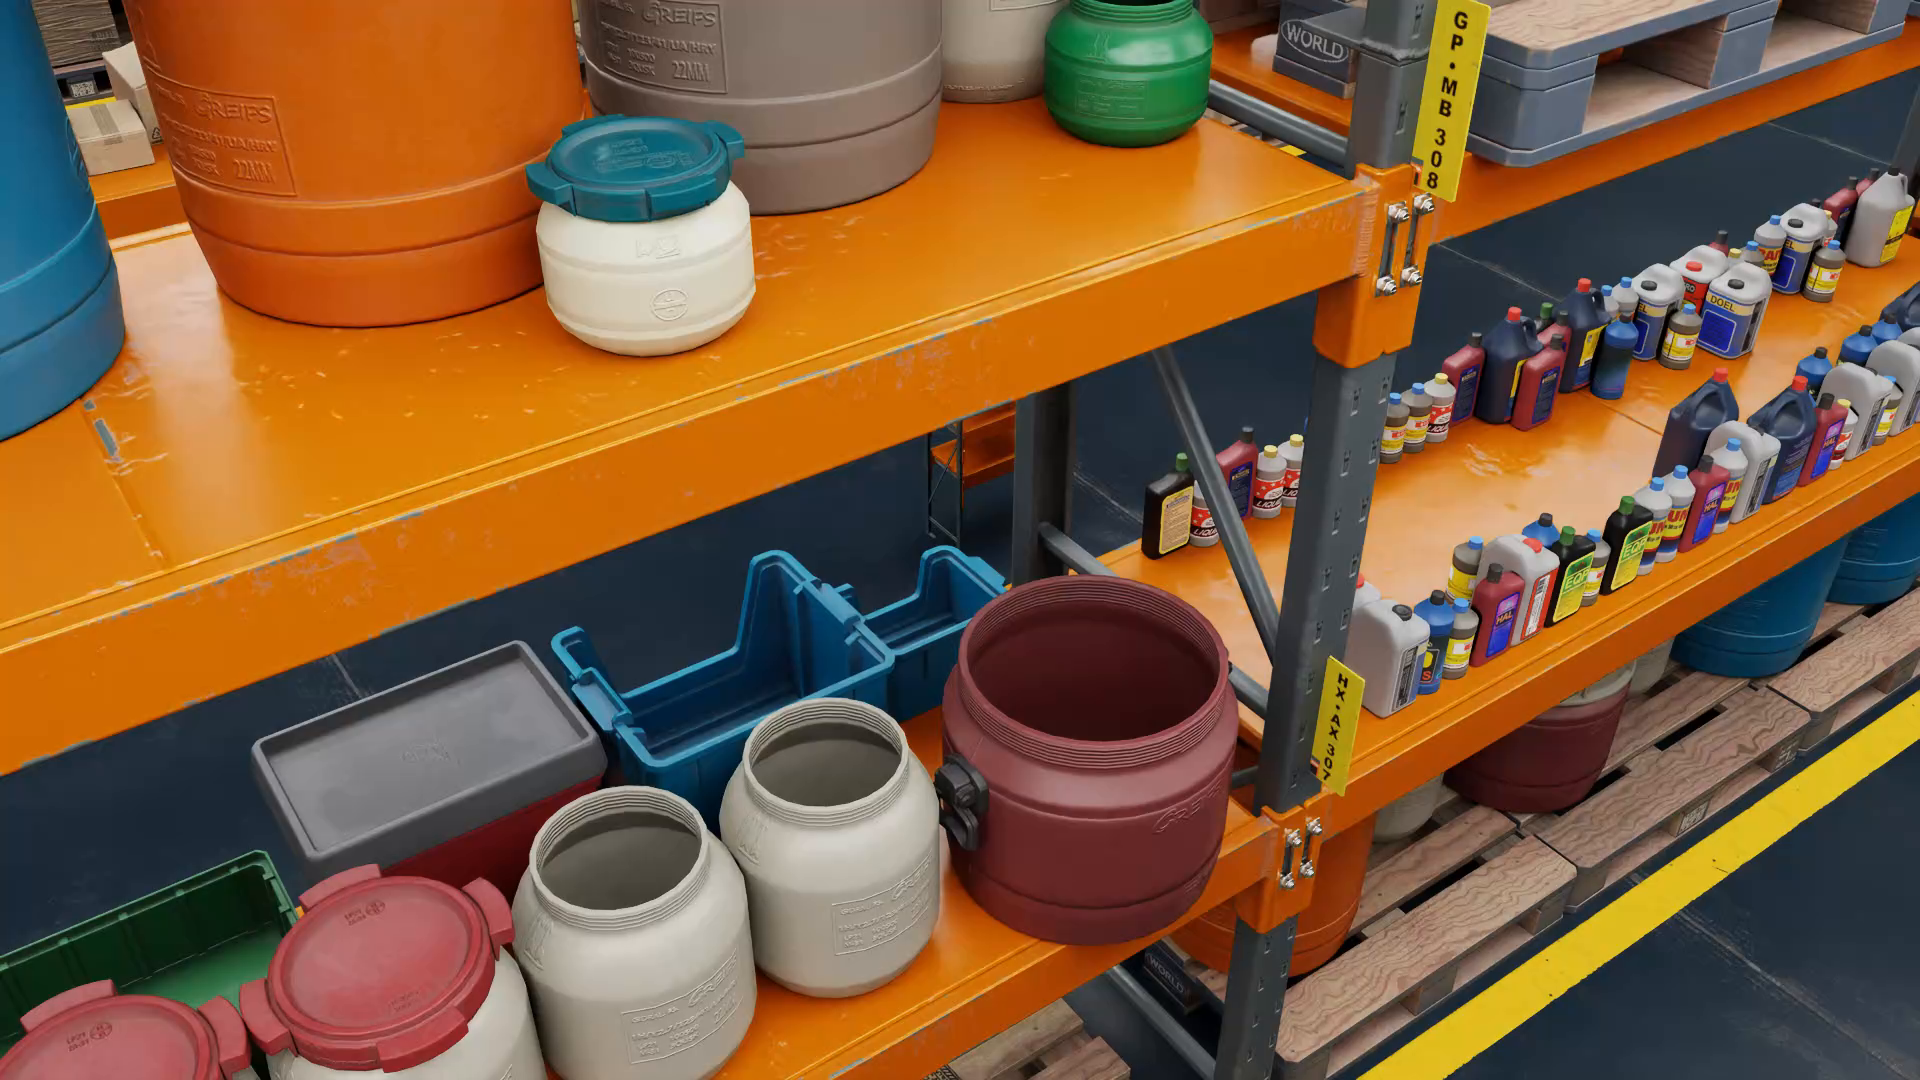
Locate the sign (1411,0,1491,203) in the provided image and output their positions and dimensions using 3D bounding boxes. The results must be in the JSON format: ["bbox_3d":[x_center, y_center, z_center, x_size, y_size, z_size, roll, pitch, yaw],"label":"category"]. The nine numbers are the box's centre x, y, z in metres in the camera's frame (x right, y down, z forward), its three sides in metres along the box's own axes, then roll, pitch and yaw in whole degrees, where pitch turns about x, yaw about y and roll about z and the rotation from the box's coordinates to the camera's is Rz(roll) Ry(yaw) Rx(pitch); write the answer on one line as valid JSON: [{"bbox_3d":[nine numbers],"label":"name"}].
[{"bbox_3d":[0.790,-0.715,2.696,0.005,0.325,0.100,-22,41,-28],"label":"sign"}]

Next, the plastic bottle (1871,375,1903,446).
[{"bbox_3d":[2.702,-0.388,4.891,0.097,0.201,0.097,0,36,0],"label":"plastic bottle"}]

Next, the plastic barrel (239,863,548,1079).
[{"bbox_3d":[-0.940,0.881,2.840,0.433,0.535,0.433,0,36,0],"label":"plastic barrel"}]

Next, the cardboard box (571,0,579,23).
[{"bbox_3d":[-1.933,-2.642,7.409,0.700,0.500,0.500,23,41,28],"label":"cardboard box"}]

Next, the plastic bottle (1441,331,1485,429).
[{"bbox_3d":[1.487,-0.477,4.944,0.133,0.283,0.061,-22,41,-28],"label":"plastic bottle"}]

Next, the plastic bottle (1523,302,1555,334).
[{"bbox_3d":[1.747,-0.584,5.093,0.133,0.283,0.061,-22,41,-28],"label":"plastic bottle"}]

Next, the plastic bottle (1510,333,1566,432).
[{"bbox_3d":[1.721,-0.470,4.935,0.133,0.283,0.061,-22,41,-28],"label":"plastic bottle"}]

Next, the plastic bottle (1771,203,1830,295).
[{"bbox_3d":[2.840,-0.998,5.675,0.135,0.276,0.152,-22,41,-28],"label":"plastic bottle"}]

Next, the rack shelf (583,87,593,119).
[{"bbox_3d":[-0.748,-2.546,8.337,4.000,0.370,1.077,-22,41,-28],"label":"rack shelf"}]

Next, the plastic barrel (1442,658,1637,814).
[{"bbox_3d":[1.781,0.456,5.253,0.708,0.588,0.600,-22,41,-28],"label":"plastic barrel"}]

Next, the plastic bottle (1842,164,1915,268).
[{"bbox_3d":[3.230,-1.148,5.819,0.185,0.351,0.144,-22,41,-28],"label":"plastic bottle"}]

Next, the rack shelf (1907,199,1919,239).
[{"bbox_3d":[5.372,-1.526,6.919,4.000,0.370,1.077,-22,41,-28],"label":"rack shelf"}]

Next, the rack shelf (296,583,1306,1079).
[{"bbox_3d":[-1.167,1.165,3.178,4.000,0.370,1.077,-22,41,-28],"label":"rack shelf"}]

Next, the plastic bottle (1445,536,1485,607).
[{"bbox_3d":[1.299,0.081,4.239,0.097,0.201,0.097,0,36,0],"label":"plastic bottle"}]

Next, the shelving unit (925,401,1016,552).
[{"bbox_3d":[0.135,-0.543,6.477,0.503,1.200,0.258,-22,41,-28],"label":"shelving unit"}]

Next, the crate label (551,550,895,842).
[{"bbox_3d":[-0.500,0.391,3.607,0.616,0.435,0.502,-22,41,-28],"label":"crate label"}]

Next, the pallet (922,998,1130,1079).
[{"bbox_3d":[-0.188,1.574,4.380,1.213,0.211,1.003,-22,41,-28],"label":"pallet"}]

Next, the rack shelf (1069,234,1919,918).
[{"bbox_3d":[2.103,-0.181,5.048,4.000,0.370,1.077,-22,41,-28],"label":"rack shelf"}]

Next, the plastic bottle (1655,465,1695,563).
[{"bbox_3d":[1.874,-0.076,4.397,0.097,0.271,0.097,0,36,0],"label":"plastic bottle"}]

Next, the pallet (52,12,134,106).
[{"bbox_3d":[-5.879,-3.134,10.927,1.213,0.211,1.003,-22,41,-28],"label":"pallet"}]

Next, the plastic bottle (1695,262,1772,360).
[{"bbox_3d":[2.470,-0.737,5.312,0.135,0.276,0.152,-22,41,-28],"label":"plastic bottle"}]

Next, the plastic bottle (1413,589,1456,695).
[{"bbox_3d":[1.118,0.235,3.964,0.097,0.271,0.097,0,36,0],"label":"plastic bottle"}]

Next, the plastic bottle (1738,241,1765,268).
[{"bbox_3d":[2.650,-0.909,5.615,0.097,0.201,0.097,0,36,0],"label":"plastic bottle"}]

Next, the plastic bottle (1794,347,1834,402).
[{"bbox_3d":[2.504,-0.444,4.908,0.097,0.271,0.097,0,36,0],"label":"plastic bottle"}]

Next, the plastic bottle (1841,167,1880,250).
[{"bbox_3d":[3.192,-1.178,5.919,0.133,0.283,0.061,-22,41,-28],"label":"plastic bottle"}]

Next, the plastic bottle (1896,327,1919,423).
[{"bbox_3d":[2.891,-0.516,5.004,0.135,0.276,0.152,-22,41,-28],"label":"plastic bottle"}]

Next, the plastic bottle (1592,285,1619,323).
[{"bbox_3d":[2.003,-0.671,5.224,0.097,0.271,0.097,0,36,0],"label":"plastic bottle"}]

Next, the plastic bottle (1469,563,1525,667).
[{"bbox_3d":[1.303,0.167,4.048,0.133,0.283,0.061,-22,41,-28],"label":"plastic bottle"}]

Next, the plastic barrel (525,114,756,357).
[{"bbox_3d":[-0.437,-0.422,2.318,0.301,0.262,0.301,0,36,0],"label":"plastic barrel"}]

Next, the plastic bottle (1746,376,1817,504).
[{"bbox_3d":[2.274,-0.290,4.626,0.185,0.351,0.144,-22,41,-28],"label":"plastic bottle"}]

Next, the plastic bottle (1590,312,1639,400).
[{"bbox_3d":[2.006,-0.570,5.083,0.097,0.271,0.097,0,36,0],"label":"plastic bottle"}]

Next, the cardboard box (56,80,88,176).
[{"bbox_3d":[-3.745,-1.634,6.367,0.500,0.500,0.500,-25,42,-30],"label":"cardboard box"}]

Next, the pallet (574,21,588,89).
[{"bbox_3d":[-1.869,-2.349,7.611,1.003,0.211,1.213,-22,41,-28],"label":"pallet"}]

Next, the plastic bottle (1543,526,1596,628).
[{"bbox_3d":[1.522,0.077,4.174,0.133,0.283,0.061,-22,41,-28],"label":"plastic bottle"}]

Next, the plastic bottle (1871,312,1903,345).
[{"bbox_3d":[2.803,-0.567,5.080,0.097,0.271,0.097,0,36,0],"label":"plastic bottle"}]

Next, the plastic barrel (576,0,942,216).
[{"bbox_3d":[-0.329,-1.049,2.641,0.600,0.901,0.600,0,36,0],"label":"plastic barrel"}]

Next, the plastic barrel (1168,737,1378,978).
[{"bbox_3d":[0.858,0.738,4.654,0.708,0.830,0.600,-22,41,-28],"label":"plastic barrel"}]

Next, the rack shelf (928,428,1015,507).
[{"bbox_3d":[0.135,-0.327,6.632,0.480,0.148,0.258,-22,41,-28],"label":"rack shelf"}]

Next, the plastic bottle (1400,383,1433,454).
[{"bbox_3d":[1.324,-0.363,4.856,0.097,0.201,0.097,0,36,0],"label":"plastic bottle"}]

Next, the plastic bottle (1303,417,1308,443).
[{"bbox_3d":[1.005,-0.261,4.654,0.097,0.271,0.097,0,36,0],"label":"plastic bottle"}]

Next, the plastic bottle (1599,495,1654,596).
[{"bbox_3d":[1.710,0.000,4.281,0.133,0.283,0.061,-22,41,-28],"label":"plastic bottle"}]

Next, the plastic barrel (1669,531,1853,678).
[{"bbox_3d":[2.704,-0.051,5.689,0.708,0.901,0.600,-22,41,-28],"label":"plastic barrel"}]

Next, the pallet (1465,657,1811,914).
[{"bbox_3d":[2.085,0.639,5.681,1.213,0.211,1.003,-22,41,-28],"label":"pallet"}]

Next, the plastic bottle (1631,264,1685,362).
[{"bbox_3d":[2.193,-0.732,5.305,0.135,0.276,0.152,-22,41,-28],"label":"plastic bottle"}]

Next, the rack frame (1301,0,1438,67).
[{"bbox_3d":[0.468,-2.235,2.151,0.127,3.000,1.000,-22,41,-28],"label":"rack frame"}]

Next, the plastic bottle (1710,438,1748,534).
[{"bbox_3d":[2.062,-0.153,4.504,0.097,0.271,0.097,0,36,0],"label":"plastic bottle"}]

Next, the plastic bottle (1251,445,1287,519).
[{"bbox_3d":[0.846,-0.167,4.583,0.097,0.201,0.097,0,36,0],"label":"plastic bottle"}]

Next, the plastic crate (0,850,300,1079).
[{"bbox_3d":[-1.541,0.911,3.096,0.662,0.188,0.450,-22,41,-28],"label":"plastic crate"}]

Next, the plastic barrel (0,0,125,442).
[{"bbox_3d":[-1.442,-0.590,2.004,0.708,0.901,0.600,-22,41,-28],"label":"plastic barrel"}]

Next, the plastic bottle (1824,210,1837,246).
[{"bbox_3d":[2.999,-1.053,5.815,0.097,0.201,0.097,0,36,0],"label":"plastic bottle"}]

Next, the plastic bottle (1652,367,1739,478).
[{"bbox_3d":[2.076,-0.317,4.664,0.185,0.351,0.144,-22,41,-28],"label":"plastic bottle"}]

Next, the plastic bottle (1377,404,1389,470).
[{"bbox_3d":[1.164,-0.326,4.745,0.097,0.271,0.097,0,36,0],"label":"plastic bottle"}]

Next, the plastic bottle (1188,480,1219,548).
[{"bbox_3d":[0.657,-0.089,4.475,0.097,0.201,0.097,0,36,0],"label":"plastic bottle"}]

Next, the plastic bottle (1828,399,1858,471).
[{"bbox_3d":[2.512,-0.310,4.782,0.097,0.201,0.097,0,36,0],"label":"plastic bottle"}]

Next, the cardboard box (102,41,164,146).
[{"bbox_3d":[-3.225,-1.921,6.928,0.500,0.311,0.500,-23,42,-28],"label":"cardboard box"}]

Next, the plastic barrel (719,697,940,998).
[{"bbox_3d":[-0.250,0.603,3.247,0.421,0.512,0.421,0,36,0],"label":"plastic barrel"}]

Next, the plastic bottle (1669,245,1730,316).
[{"bbox_3d":[2.383,-0.810,5.413,0.135,0.276,0.152,-22,41,-28],"label":"plastic bottle"}]
